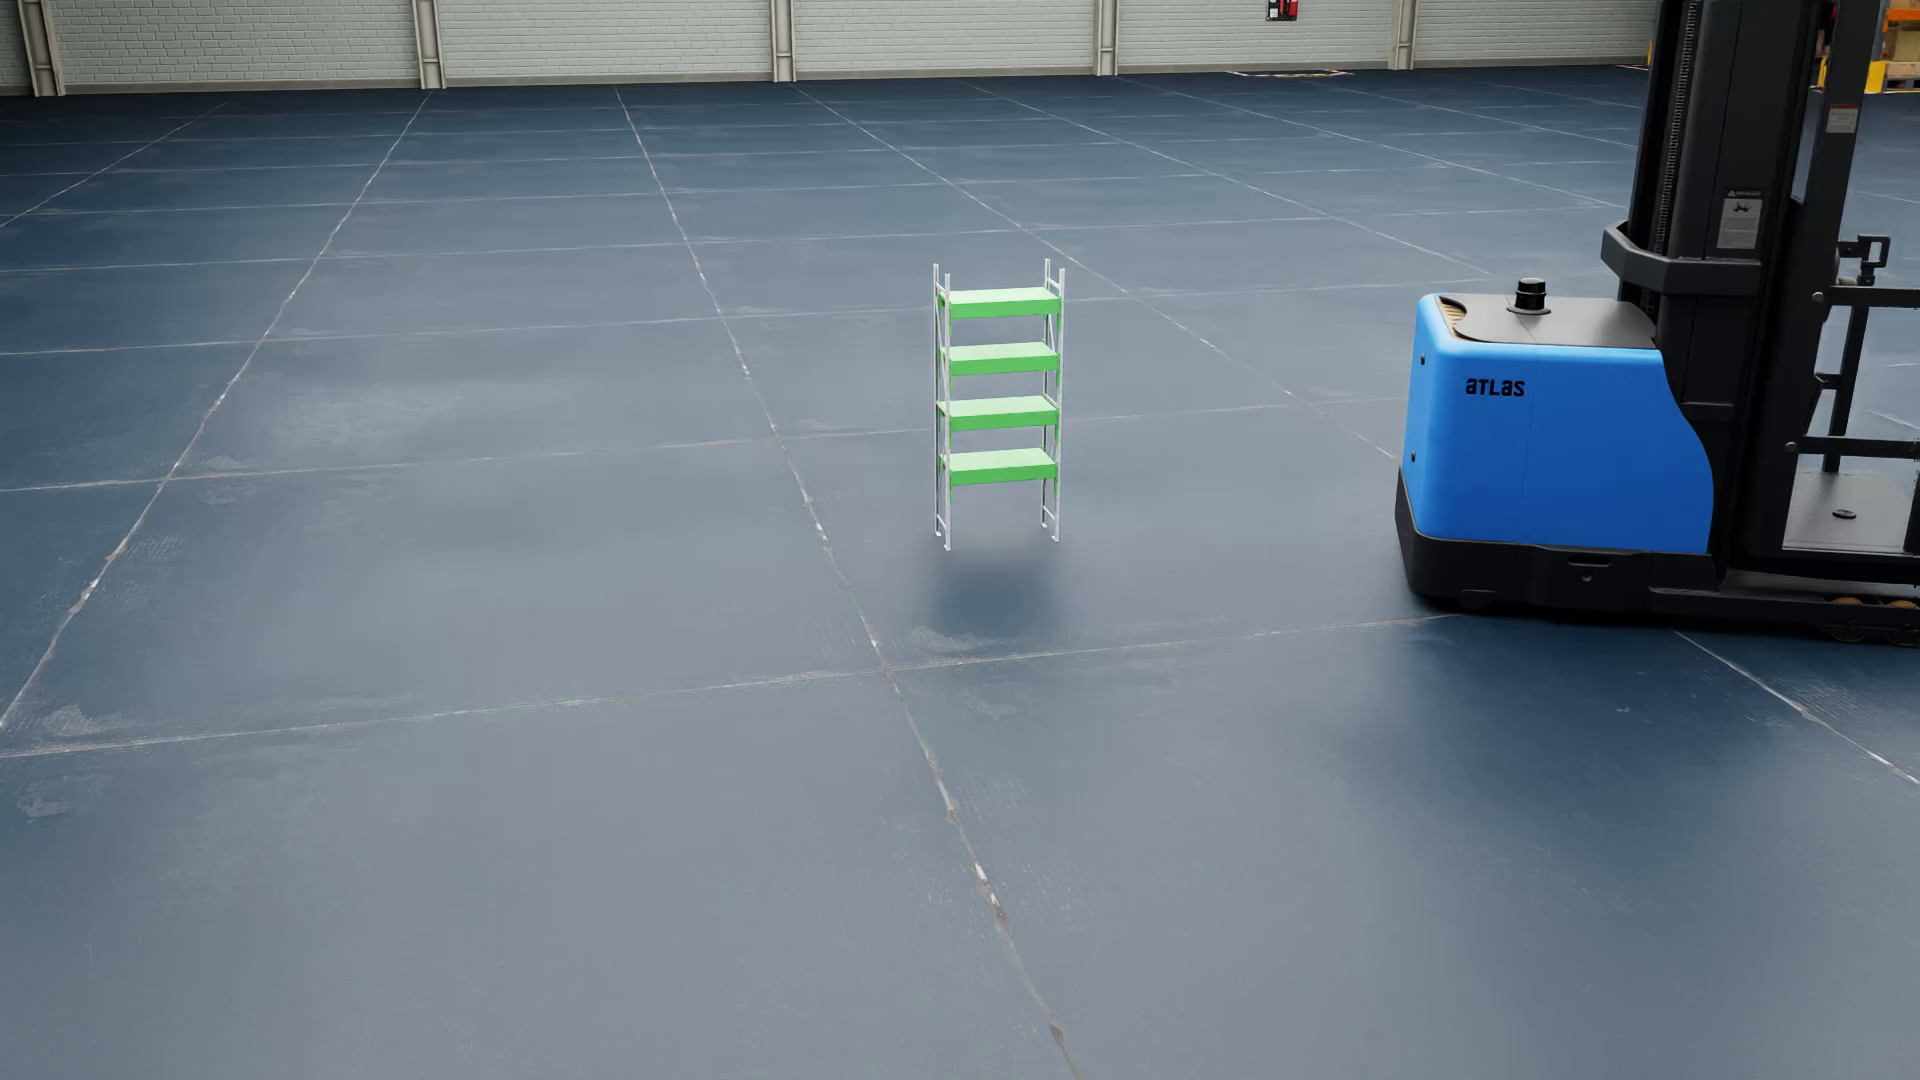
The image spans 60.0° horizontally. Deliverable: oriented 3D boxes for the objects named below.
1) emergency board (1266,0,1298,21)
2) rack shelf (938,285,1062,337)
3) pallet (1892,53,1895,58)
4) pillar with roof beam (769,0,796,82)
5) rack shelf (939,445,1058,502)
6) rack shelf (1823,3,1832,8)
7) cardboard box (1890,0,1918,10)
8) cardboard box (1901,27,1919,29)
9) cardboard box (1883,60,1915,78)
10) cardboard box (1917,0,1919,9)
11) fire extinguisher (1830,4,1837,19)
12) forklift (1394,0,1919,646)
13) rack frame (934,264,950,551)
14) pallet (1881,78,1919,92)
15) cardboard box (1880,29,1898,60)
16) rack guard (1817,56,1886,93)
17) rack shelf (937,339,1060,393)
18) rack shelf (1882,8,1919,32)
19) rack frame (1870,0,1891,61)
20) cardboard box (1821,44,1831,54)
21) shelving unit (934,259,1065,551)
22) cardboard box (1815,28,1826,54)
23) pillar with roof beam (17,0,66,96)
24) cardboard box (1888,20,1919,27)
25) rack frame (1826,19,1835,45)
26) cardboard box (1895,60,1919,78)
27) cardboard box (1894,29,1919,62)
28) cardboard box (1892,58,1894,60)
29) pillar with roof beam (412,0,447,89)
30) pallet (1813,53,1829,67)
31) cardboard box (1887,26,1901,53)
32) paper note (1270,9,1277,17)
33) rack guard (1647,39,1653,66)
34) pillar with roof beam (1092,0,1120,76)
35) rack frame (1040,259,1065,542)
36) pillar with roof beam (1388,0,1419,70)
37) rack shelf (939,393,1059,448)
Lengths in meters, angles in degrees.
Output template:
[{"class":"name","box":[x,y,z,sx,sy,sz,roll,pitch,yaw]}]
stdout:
[{"class":"emergency board","box":[6.124,-10.370,31.263,0.643,1.169,0.194,-5,21,-12]},{"class":"rack shelf","box":[0.161,-0.967,7.001,0.480,0.148,0.258,-5,21,-12]},{"class":"pallet","box":[18.544,-9.752,33.631,1.213,0.211,1.003,-5,21,-12]},{"class":"pillar with roof beam","box":[-2.150,-10.979,24.204,0.400,9.000,9.100,-5,21,-12]},{"class":"rack shelf","box":[0.161,-0.291,7.249,0.480,0.148,0.258,-5,21,-12]},{"class":"rack shelf","box":[15.841,-10.504,32.673,4.000,0.370,1.077,-5,21,-12]},{"class":"cardboard box","box":[15.495,-9.105,27.663,0.500,0.500,0.700,-5,21,-12]},{"class":"cardboard box","box":[16.461,-8.509,28.480,0.500,0.500,0.500,-5,21,-12]},{"class":"cardboard box","box":[15.611,-7.899,27.905,0.500,0.250,0.500,-5,21,-12]},{"class":"cardboard box","box":[16.005,-9.148,27.781,0.500,0.500,0.700,-4,21,-11]},{"class":"fire extinguisher","box":[14.816,-9.135,28.004,0.183,0.674,0.296,-5,21,-12]},{"class":"forklift","box":[3.348,-1.178,6.269,3.031,2.935,1.130,3,20,9]},{"class":"rack frame","box":[-0.076,-0.557,7.091,0.015,1.200,0.240,-5,21,-12]},{"class":"pallet","box":[15.773,-7.790,28.275,1.213,0.211,1.003,-5,21,-12]},{"class":"cardboard box","box":[15.491,-8.425,28.251,0.500,0.500,0.500,-5,21,-12]},{"class":"rack guard","box":[15.015,-7.849,28.016,0.348,0.500,1.175,-5,21,-12]},{"class":"rack shelf","box":[0.161,-0.742,7.083,0.480,0.148,0.258,-5,21,-12]},{"class":"rack shelf","box":[16.984,-8.846,28.147,4.000,0.370,1.077,-5,21,-12]},{"class":"rack frame","box":[15.038,-9.025,27.591,0.127,3.000,1.000,-5,21,-12]},{"class":"cardboard box","box":[17.273,-9.823,33.250,0.250,0.166,0.380,-7,21,-20]},{"class":"shelving unit","box":[0.161,-0.576,7.144,0.503,1.200,0.258,-5,21,-12]},{"class":"cardboard box","box":[16.786,-9.937,33.075,0.500,0.500,0.500,-6,21,-17]},{"class":"pillar with roof beam","box":[-13.828,-10.029,21.611,0.400,9.000,9.100,-5,21,-12]},{"class":"cardboard box","box":[18.927,-10.484,33.479,0.500,0.250,0.500,-5,21,-14]},{"class":"rack frame","box":[17.787,-11.000,32.981,0.127,3.000,1.000,-5,21,-12]},{"class":"cardboard box","box":[16.097,-7.940,28.016,0.500,0.250,0.500,-5,21,-12]},{"class":"cardboard box","box":[16.097,-8.292,27.886,0.500,0.500,0.500,-5,21,-12]},{"class":"cardboard box","box":[15.976,-8.116,28.497,0.500,0.250,0.500,-5,21,-12]},{"class":"pillar with roof beam","box":[-7.989,-10.504,22.907,0.400,9.000,9.100,-5,21,-12]},{"class":"pallet","box":[17.142,-9.625,33.284,1.213,0.211,1.003,-5,21,-12]},{"class":"cardboard box","box":[18.500,-10.096,33.510,0.500,0.500,0.700,-4,20,-11]},{"class":"paper note","box":[5.936,-9.966,31.440,0.142,0.148,0.016,-5,21,-12]},{"class":"rack guard","box":[13.968,-9.515,32.564,0.348,0.500,1.175,-5,21,-12]},{"class":"pillar with roof beam","box":[3.689,-11.454,25.500,0.400,9.000,9.100,-5,21,-12]},{"class":"rack frame","box":[0.399,-0.596,7.197,0.015,1.200,0.240,-5,21,-12]},{"class":"pillar with roof beam","box":[9.528,-11.929,26.797,0.400,9.000,9.100,-5,21,-12]},{"class":"rack shelf","box":[0.161,-0.516,7.166,0.480,0.148,0.258,-5,21,-12]}]
